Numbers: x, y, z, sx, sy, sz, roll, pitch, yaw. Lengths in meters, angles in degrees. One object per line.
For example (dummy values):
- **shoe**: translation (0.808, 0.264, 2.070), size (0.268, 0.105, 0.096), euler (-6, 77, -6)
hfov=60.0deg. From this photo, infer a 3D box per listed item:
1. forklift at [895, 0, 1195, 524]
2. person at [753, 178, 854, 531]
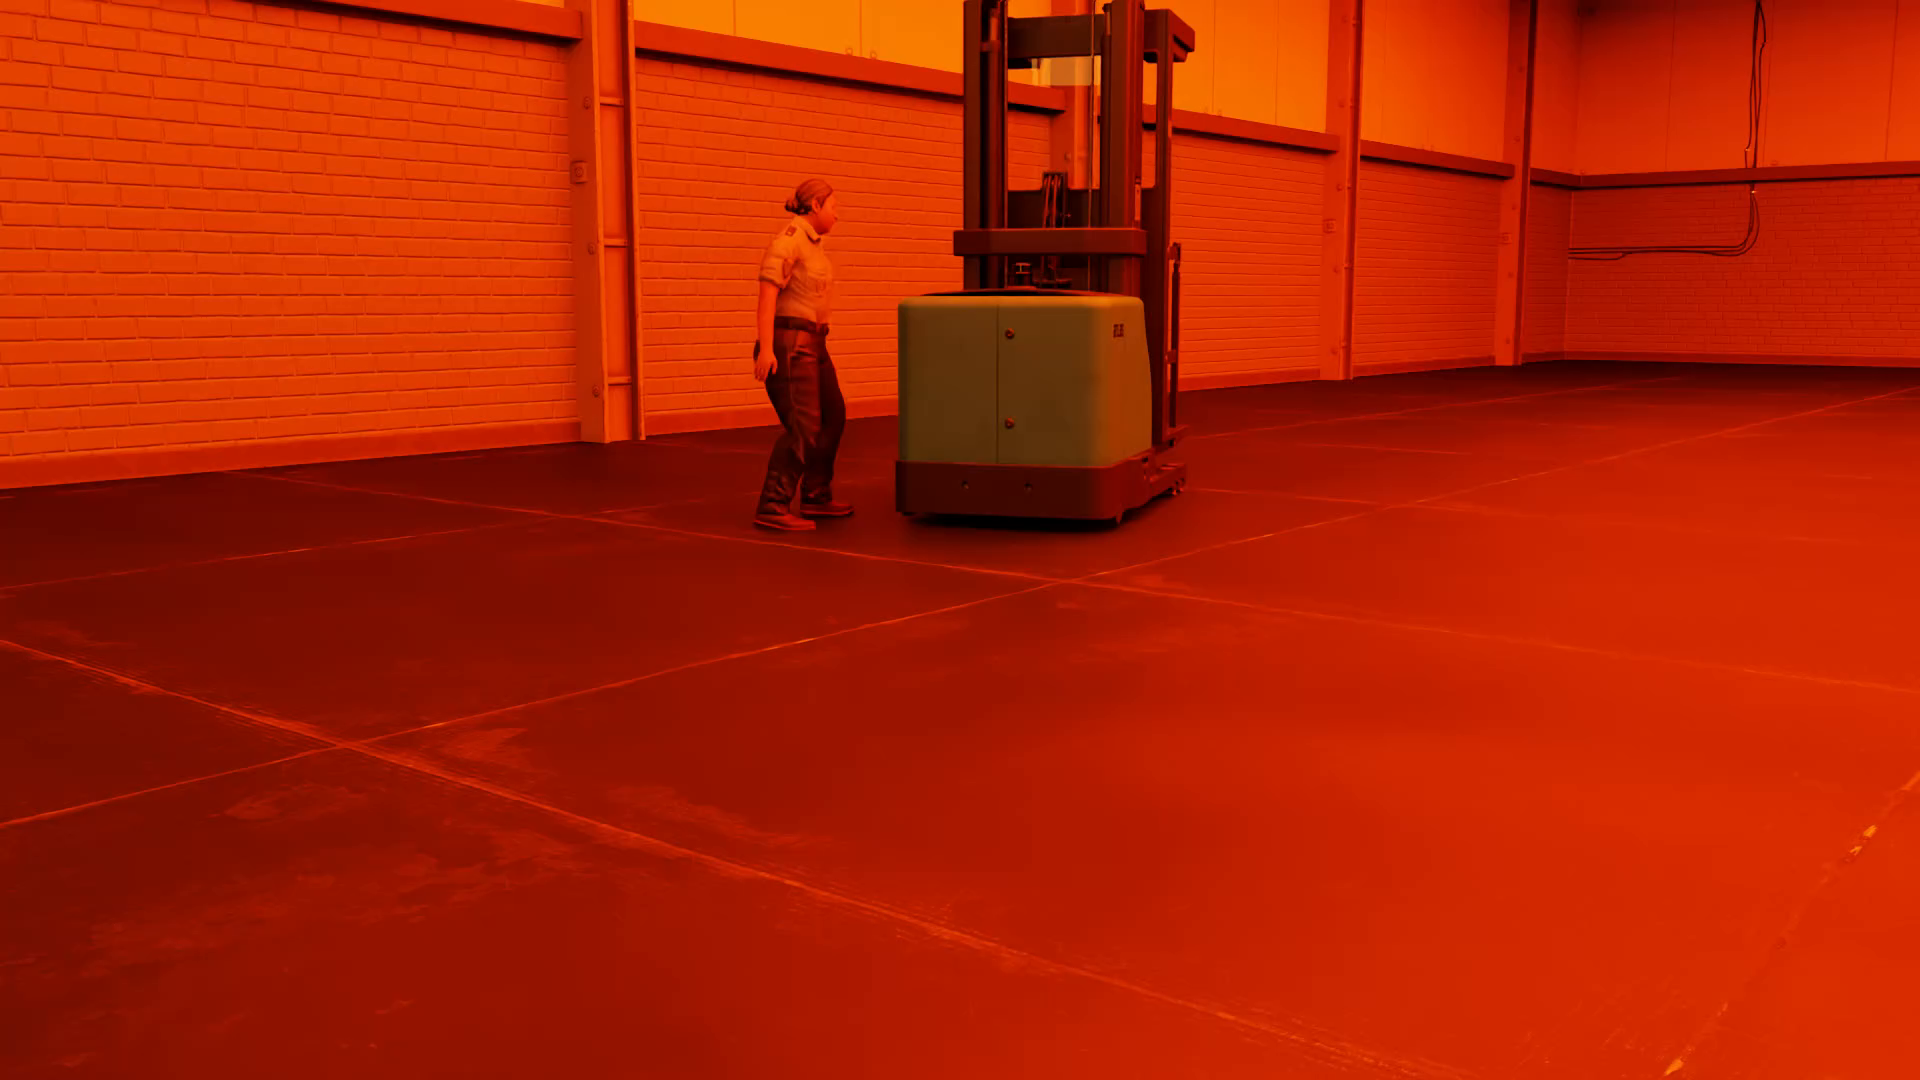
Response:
- **forklift**: translation (0.624, -1.698, 8.885), size (1.130, 2.935, 3.031), euler (3, 9, 17)
- **person**: translation (-0.758, -0.871, 7.818), size (0.378, 1.624, 0.816), euler (1, 8, 8)
